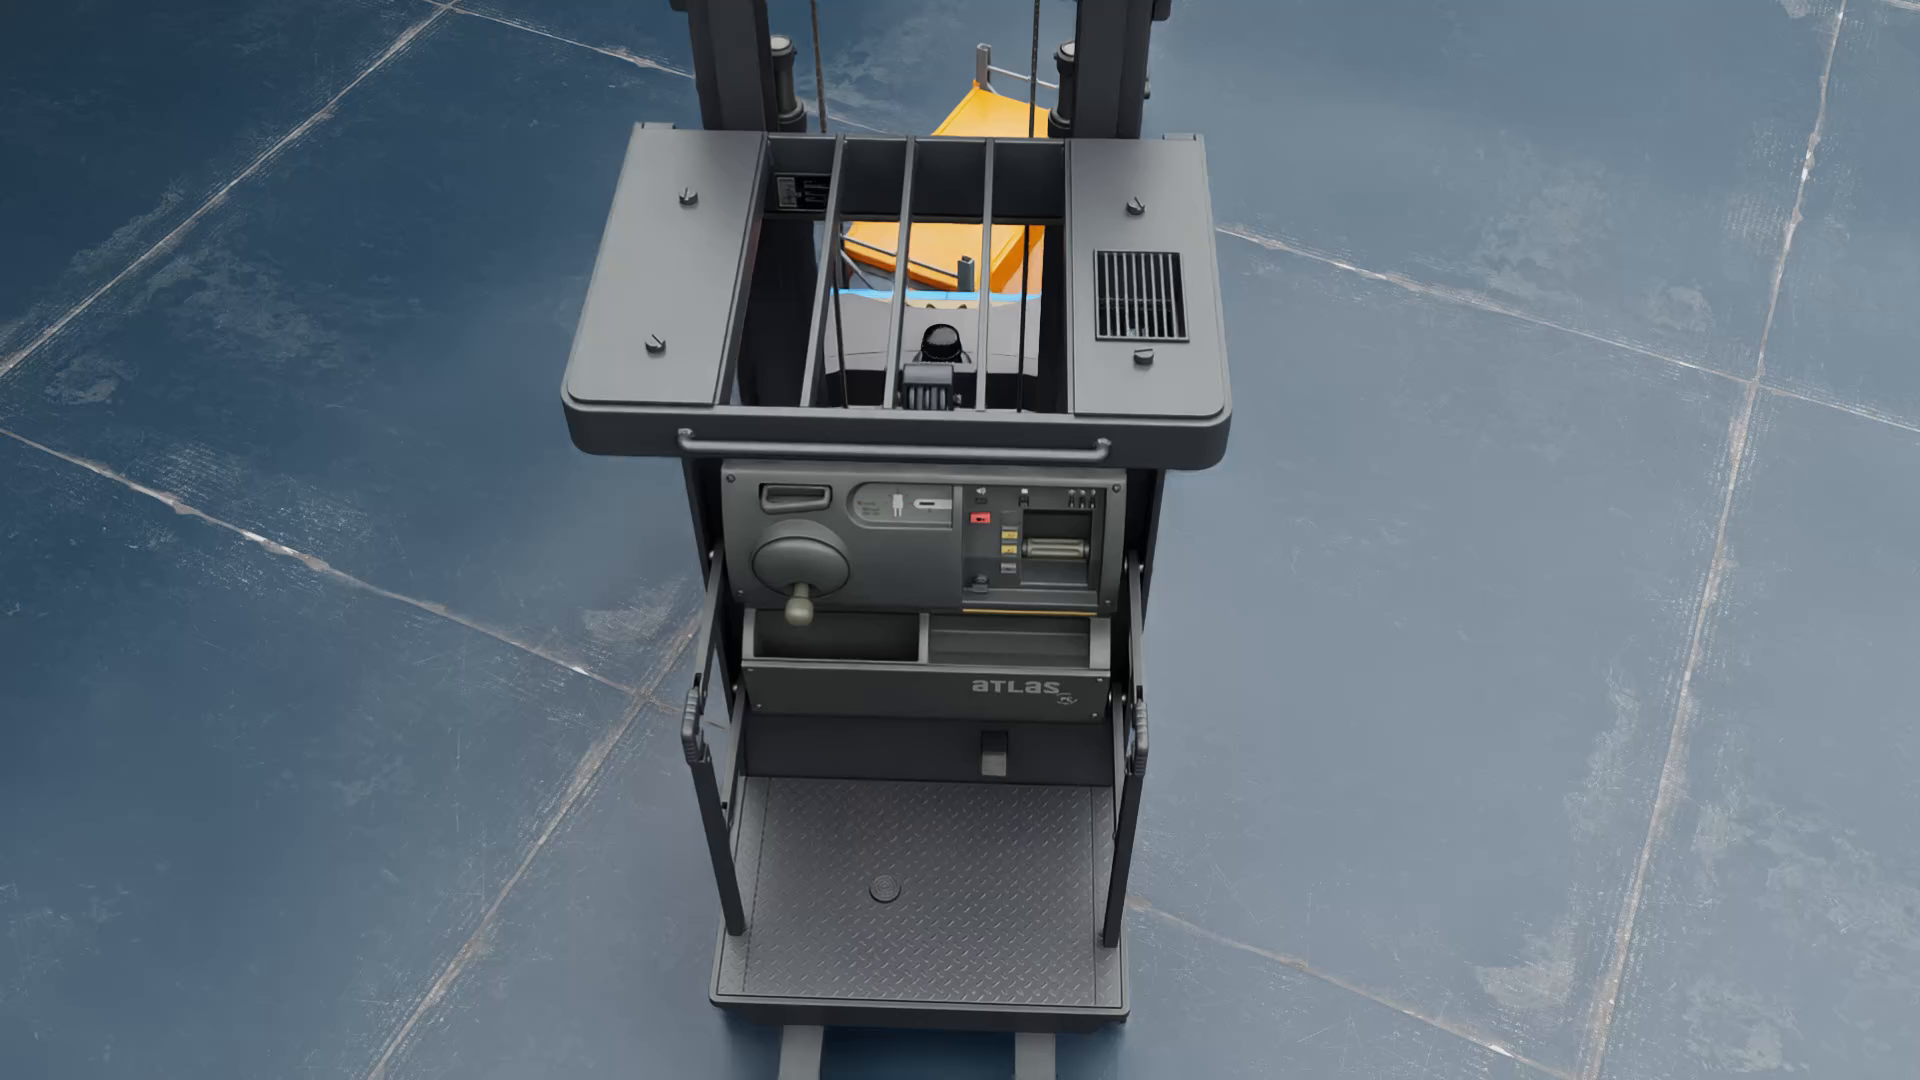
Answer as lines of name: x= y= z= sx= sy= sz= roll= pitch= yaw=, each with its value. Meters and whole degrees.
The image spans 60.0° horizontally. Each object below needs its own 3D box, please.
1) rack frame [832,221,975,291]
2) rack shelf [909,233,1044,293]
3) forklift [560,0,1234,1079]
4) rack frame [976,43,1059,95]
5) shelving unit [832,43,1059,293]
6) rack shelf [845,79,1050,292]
rack frame: x=-0.184 y=-0.563 z=5.491 sx=0.500 sy=1.125 sz=0.032 roll=22 pitch=53 yaw=17
rack shelf: x=0.050 y=-0.748 z=5.969 sx=0.538 sy=0.278 sz=1.000 roll=22 pitch=53 yaw=17
forklift: x=-0.090 y=0.119 z=3.725 sx=1.130 sy=2.935 sz=3.031 roll=2 pitch=50 yaw=1
rack frame: x=0.285 y=-1.250 z=6.075 sx=0.500 sy=1.125 sz=0.032 roll=22 pitch=53 yaw=17
shelving unit: x=0.050 y=-0.907 z=5.783 sx=0.538 sy=1.125 sz=1.048 roll=22 pitch=53 yaw=17
rack shelf: x=0.050 y=-1.096 z=5.560 sx=0.538 sy=0.278 sz=1.000 roll=22 pitch=53 yaw=17
